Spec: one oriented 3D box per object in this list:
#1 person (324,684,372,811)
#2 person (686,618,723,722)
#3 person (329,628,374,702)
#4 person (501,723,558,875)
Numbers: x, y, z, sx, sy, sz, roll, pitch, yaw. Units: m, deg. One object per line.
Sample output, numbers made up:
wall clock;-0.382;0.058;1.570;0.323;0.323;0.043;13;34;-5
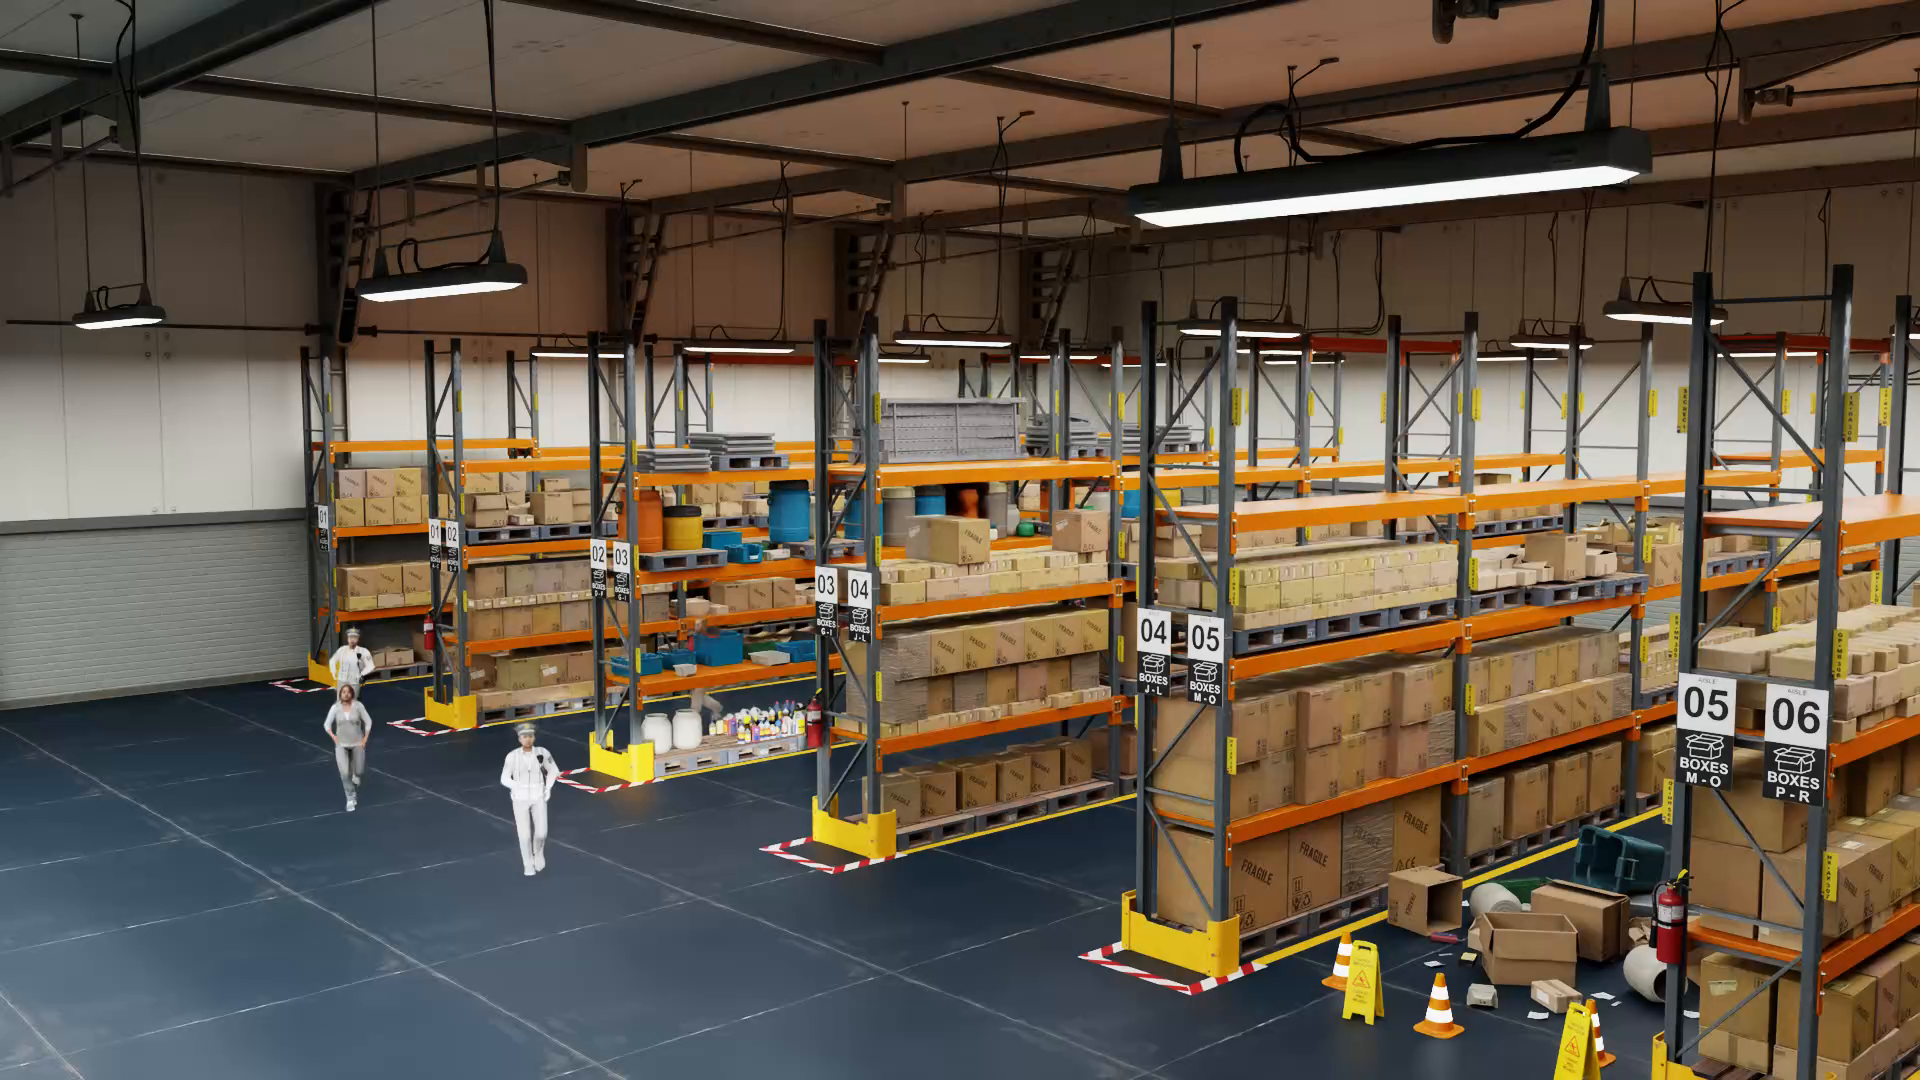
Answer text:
person;-7.676;2.573;20.869;0.564;1.557;0.606;-2;5;-22
person;-3.979;2.036;25.437;0.665;1.699;1.010;4;7;40
person;-9.192;2.148;25.129;0.659;1.659;0.651;-1;5;-8
person;-4.576;2.771;17.729;0.603;1.655;0.546;-1;5;-16
